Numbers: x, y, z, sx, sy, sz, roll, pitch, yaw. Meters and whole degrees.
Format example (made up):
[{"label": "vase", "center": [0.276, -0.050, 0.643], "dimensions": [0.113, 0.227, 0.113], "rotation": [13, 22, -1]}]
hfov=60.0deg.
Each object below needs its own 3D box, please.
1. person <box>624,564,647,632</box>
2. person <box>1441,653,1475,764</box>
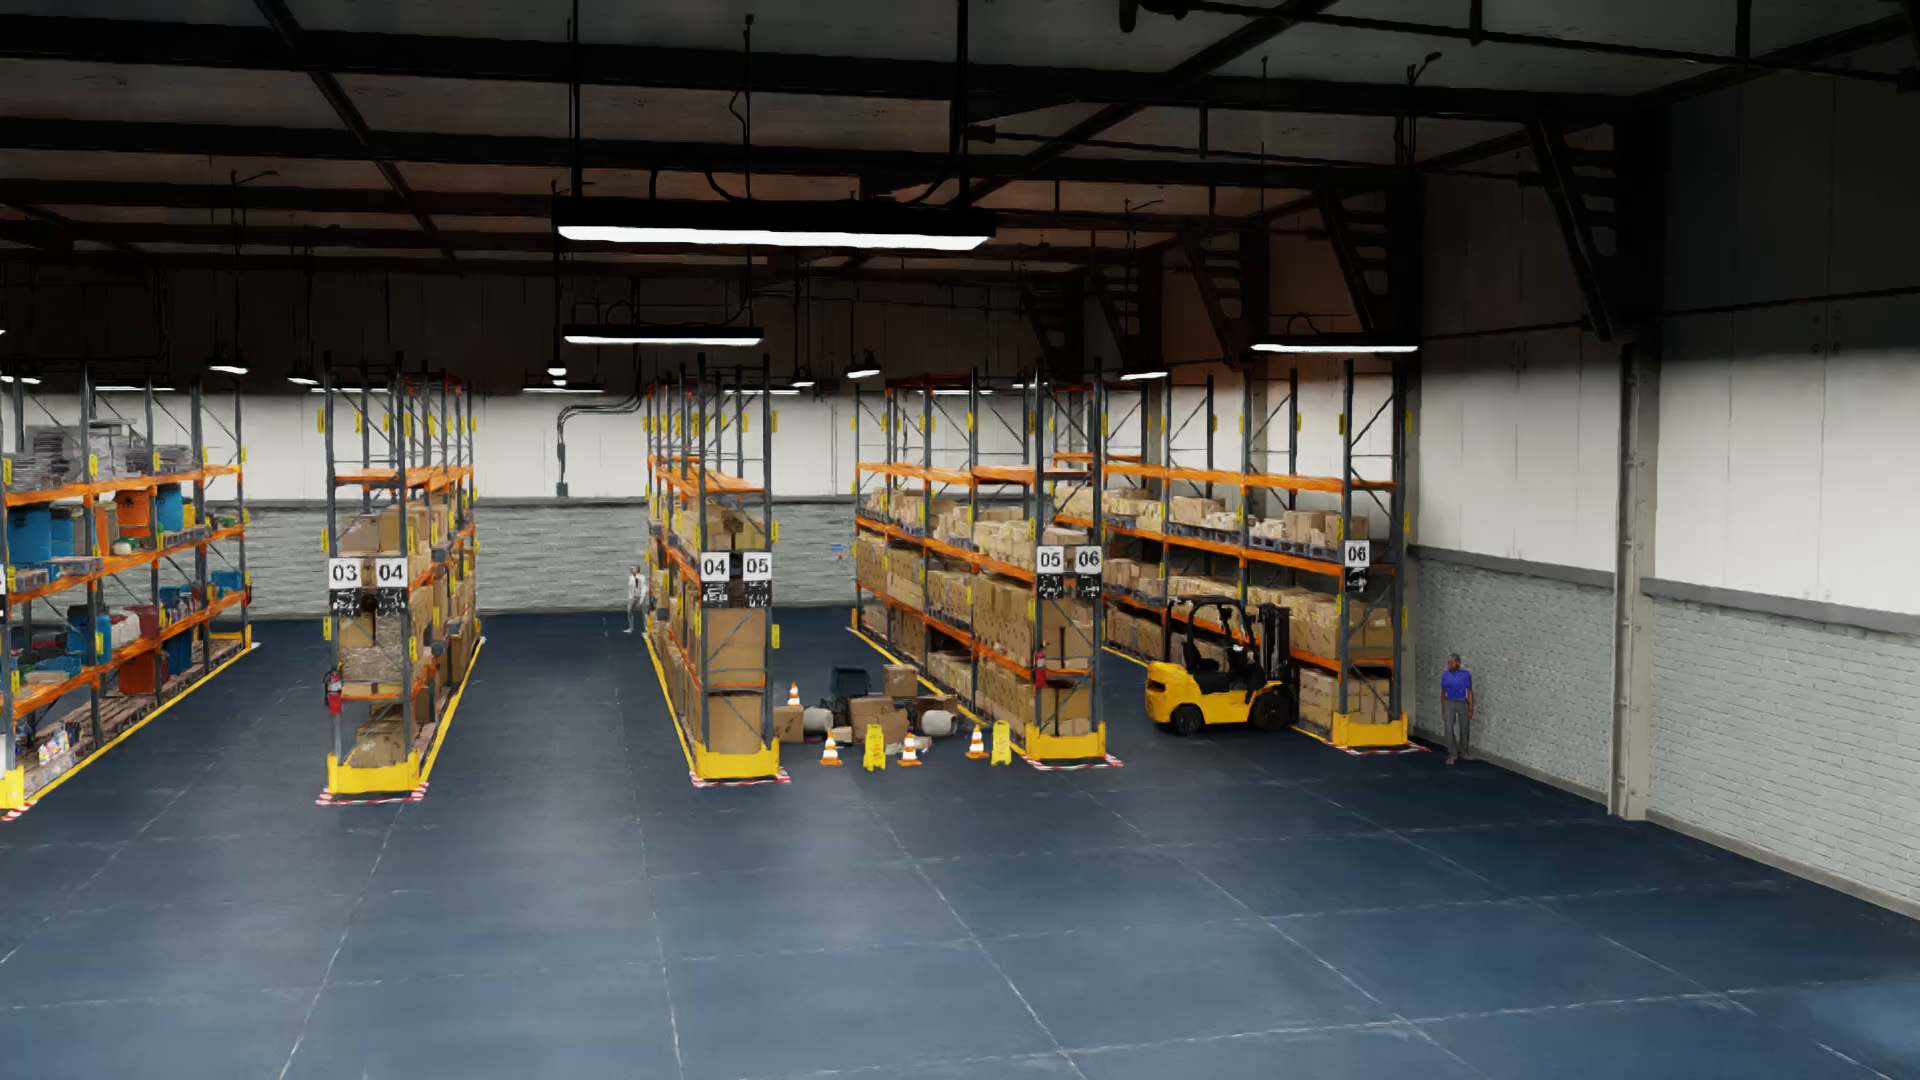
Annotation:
[{"label": "person", "center": [-7.785, 1.384, 40.160], "dimensions": [0.562, 1.644, 0.628], "rotation": [2, 4, 22]}, {"label": "person", "center": [7.381, 2.474, 24.638], "dimensions": [0.501, 1.643, 0.553], "rotation": [2, 4, 24]}]
